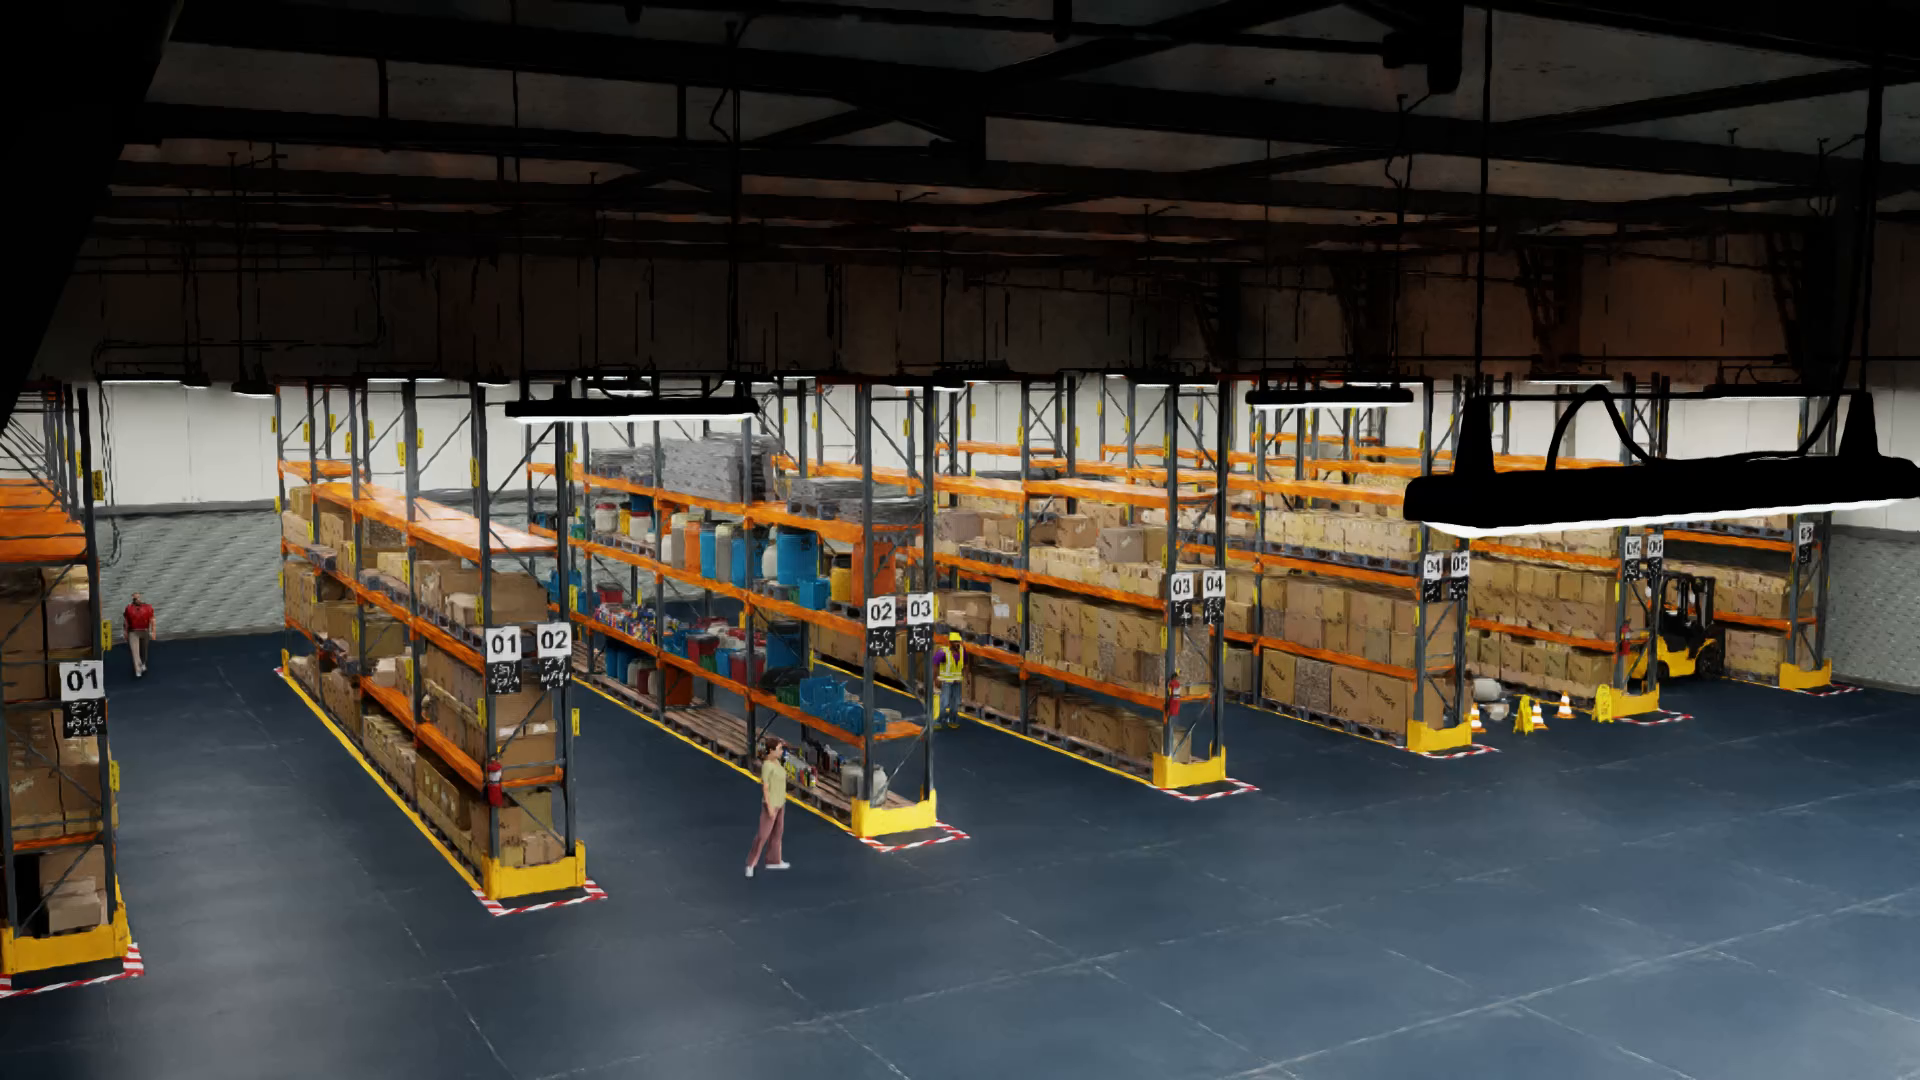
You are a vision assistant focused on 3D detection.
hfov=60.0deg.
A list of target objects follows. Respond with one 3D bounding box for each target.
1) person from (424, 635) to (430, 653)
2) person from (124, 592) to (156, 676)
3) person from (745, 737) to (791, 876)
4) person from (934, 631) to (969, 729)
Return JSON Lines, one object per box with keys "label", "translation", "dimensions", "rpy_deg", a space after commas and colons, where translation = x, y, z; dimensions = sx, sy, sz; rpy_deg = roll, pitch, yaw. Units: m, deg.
{"label": "person", "translation": [-11.161, 1.626, 35.128], "dimensions": [0.543, 1.709, 1.123], "rpy_deg": [-3, 7, -28]}
{"label": "person", "translation": [-16.396, 1.858, 33.267], "dimensions": [0.554, 1.669, 1.031], "rpy_deg": [-4, 7, -31]}
{"label": "person", "translation": [-2.399, 3.275, 20.438], "dimensions": [0.446, 1.667, 0.636], "rpy_deg": [2, 6, 16]}
{"label": "person", "translation": [-0.158, 2.391, 28.324], "dimensions": [0.719, 1.714, 0.578], "rpy_deg": [-4, 7, -31]}
